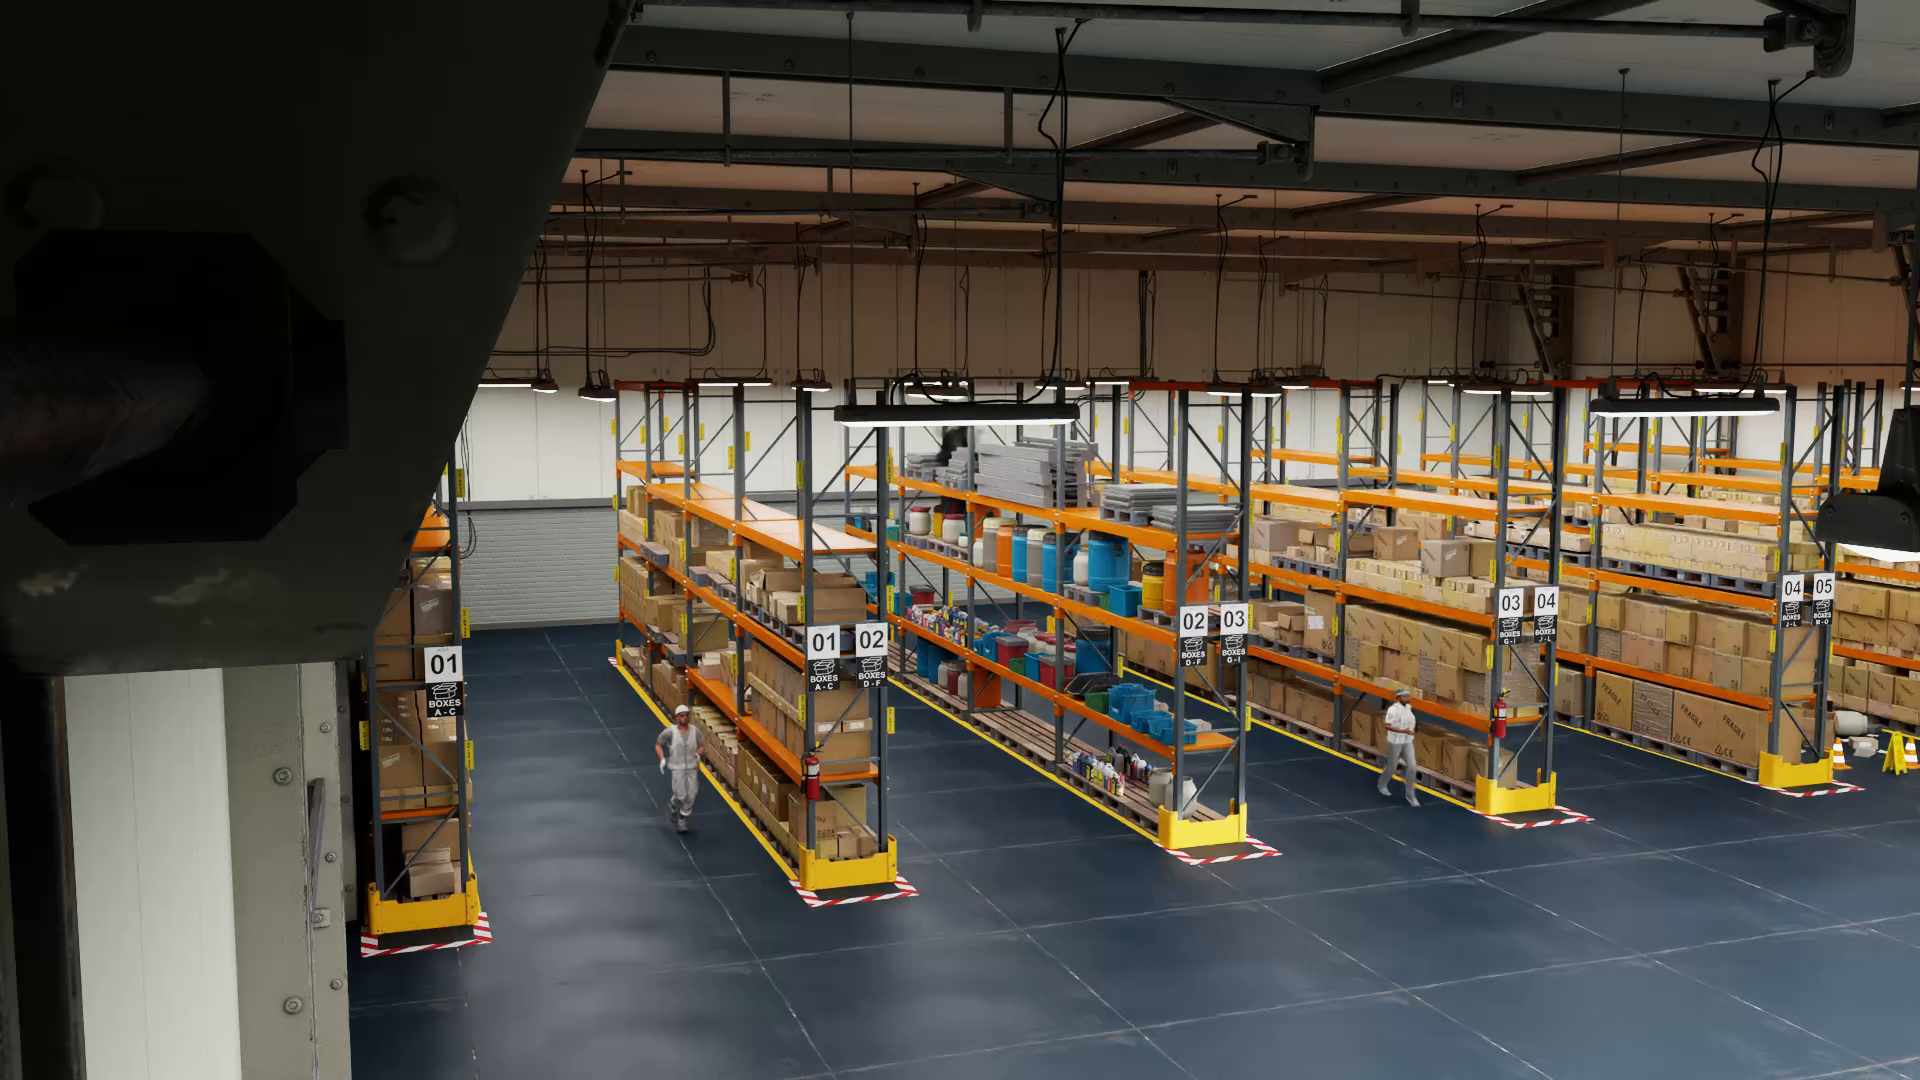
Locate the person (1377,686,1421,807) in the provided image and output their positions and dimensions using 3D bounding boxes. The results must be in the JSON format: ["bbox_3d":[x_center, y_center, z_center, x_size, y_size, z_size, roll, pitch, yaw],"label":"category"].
[{"bbox_3d":[6.343,2.953,24.068,0.563,1.744,0.795,-2,7,-22],"label":"person"}]

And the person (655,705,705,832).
[{"bbox_3d":[-3.719,3.096,22.413,0.651,1.743,0.585,-3,7,-27],"label":"person"}]

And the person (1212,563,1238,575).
[{"bbox_3d":[6.392,1.144,40.658,0.742,1.759,0.979,6,8,43],"label":"person"}]
